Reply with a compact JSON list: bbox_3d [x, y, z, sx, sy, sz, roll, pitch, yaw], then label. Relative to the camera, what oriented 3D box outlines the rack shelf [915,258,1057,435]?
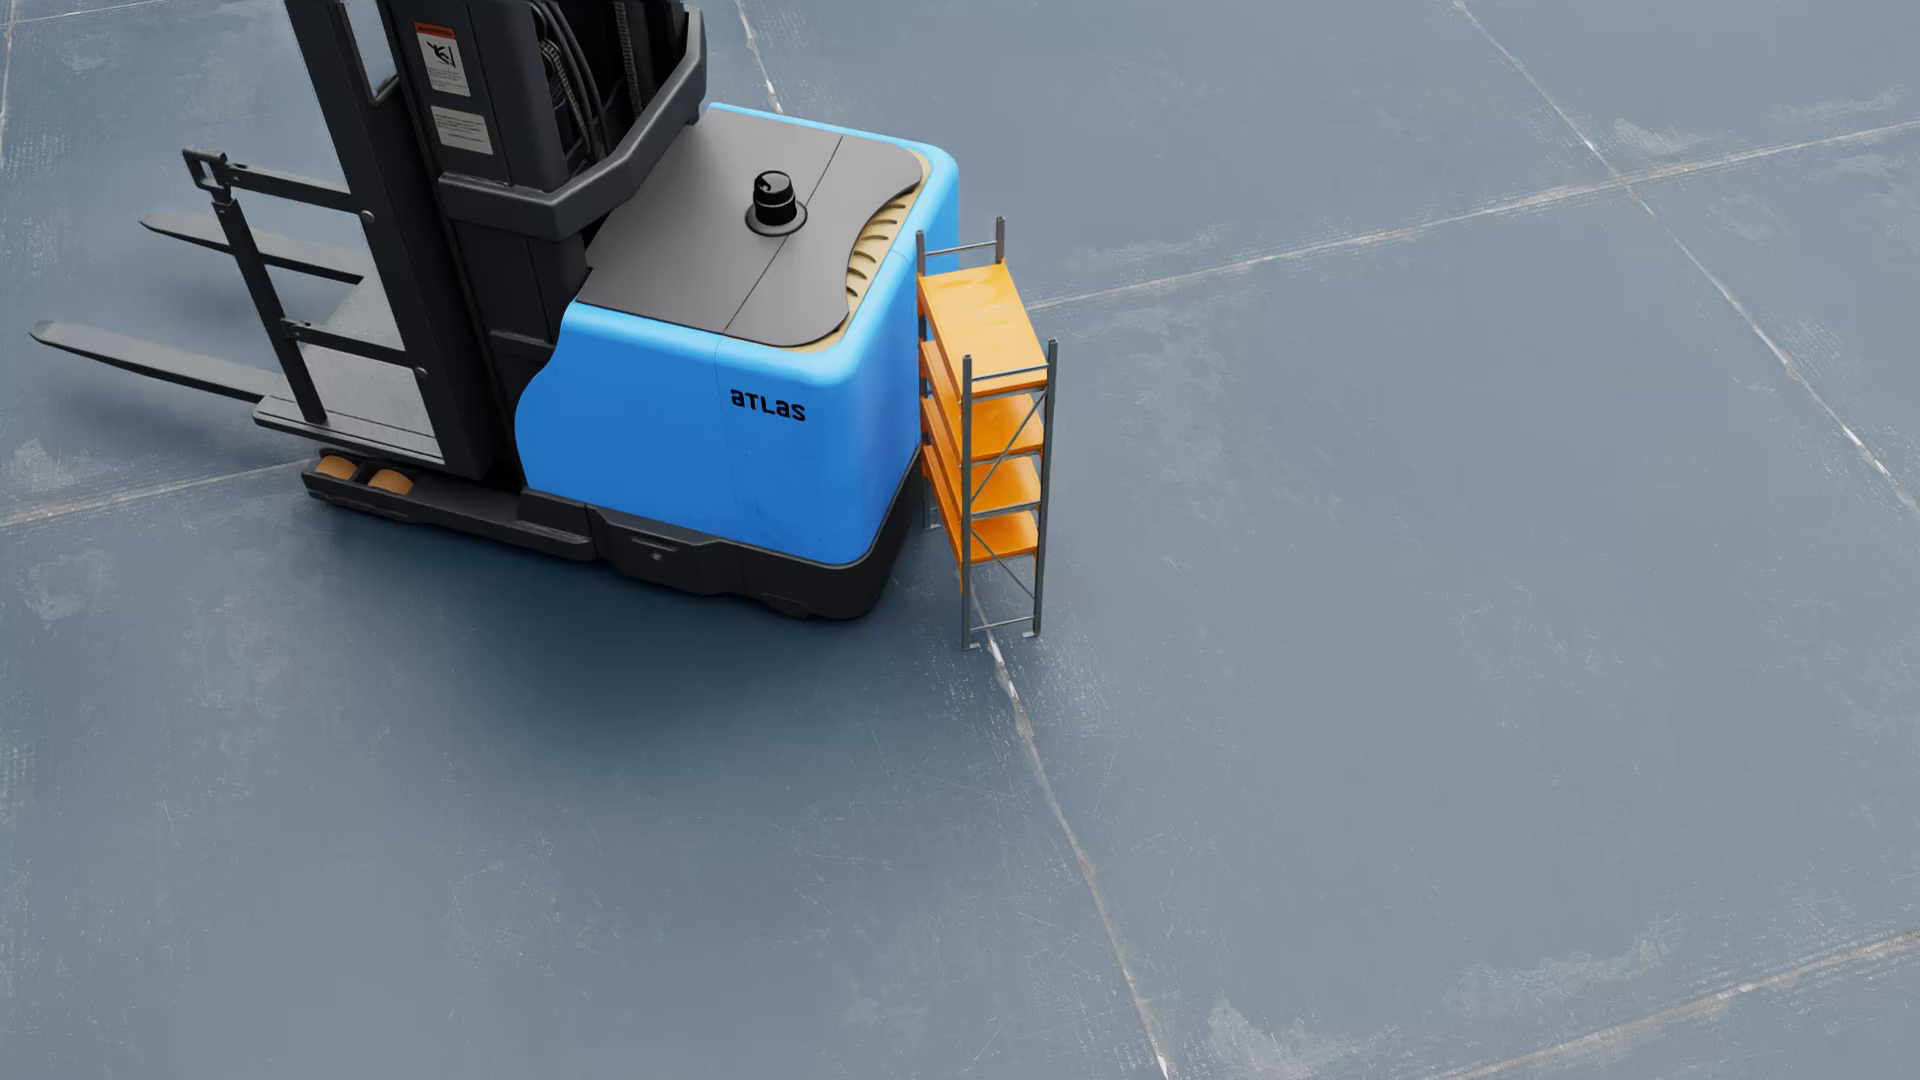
[{"bbox_3d":[0.063,-0.517,4.387,0.258,0.148,0.480,-11,51,-9],"label":"rack shelf"}]

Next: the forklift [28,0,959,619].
[{"bbox_3d":[-1.565,-1.378,4.495,3.031,2.935,1.130,14,51,11],"label":"forklift"}]

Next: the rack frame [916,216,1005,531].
[{"bbox_3d":[0.001,-0.444,4.839,0.240,1.200,0.015,-11,51,-9],"label":"rack frame"}]

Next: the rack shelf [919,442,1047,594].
[{"bbox_3d":[0.063,-0.092,4.890,0.258,0.148,0.480,-11,51,-9],"label":"rack shelf"}]

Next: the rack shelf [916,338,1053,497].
[{"bbox_3d":[0.063,-0.364,4.568,0.258,0.148,0.480,-11,51,-9],"label":"rack shelf"}]

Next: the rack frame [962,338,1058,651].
[{"bbox_3d":[0.124,-0.083,4.535,0.240,1.200,0.015,-11,51,-9],"label":"rack frame"}]

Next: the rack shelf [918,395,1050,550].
[{"bbox_3d":[0.063,-0.220,4.739,0.258,0.148,0.480,-11,51,-9],"label":"rack shelf"}]

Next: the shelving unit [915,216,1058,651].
[{"bbox_3d":[0.063,-0.263,4.687,0.258,1.200,0.503,-11,51,-9],"label":"shelving unit"}]
